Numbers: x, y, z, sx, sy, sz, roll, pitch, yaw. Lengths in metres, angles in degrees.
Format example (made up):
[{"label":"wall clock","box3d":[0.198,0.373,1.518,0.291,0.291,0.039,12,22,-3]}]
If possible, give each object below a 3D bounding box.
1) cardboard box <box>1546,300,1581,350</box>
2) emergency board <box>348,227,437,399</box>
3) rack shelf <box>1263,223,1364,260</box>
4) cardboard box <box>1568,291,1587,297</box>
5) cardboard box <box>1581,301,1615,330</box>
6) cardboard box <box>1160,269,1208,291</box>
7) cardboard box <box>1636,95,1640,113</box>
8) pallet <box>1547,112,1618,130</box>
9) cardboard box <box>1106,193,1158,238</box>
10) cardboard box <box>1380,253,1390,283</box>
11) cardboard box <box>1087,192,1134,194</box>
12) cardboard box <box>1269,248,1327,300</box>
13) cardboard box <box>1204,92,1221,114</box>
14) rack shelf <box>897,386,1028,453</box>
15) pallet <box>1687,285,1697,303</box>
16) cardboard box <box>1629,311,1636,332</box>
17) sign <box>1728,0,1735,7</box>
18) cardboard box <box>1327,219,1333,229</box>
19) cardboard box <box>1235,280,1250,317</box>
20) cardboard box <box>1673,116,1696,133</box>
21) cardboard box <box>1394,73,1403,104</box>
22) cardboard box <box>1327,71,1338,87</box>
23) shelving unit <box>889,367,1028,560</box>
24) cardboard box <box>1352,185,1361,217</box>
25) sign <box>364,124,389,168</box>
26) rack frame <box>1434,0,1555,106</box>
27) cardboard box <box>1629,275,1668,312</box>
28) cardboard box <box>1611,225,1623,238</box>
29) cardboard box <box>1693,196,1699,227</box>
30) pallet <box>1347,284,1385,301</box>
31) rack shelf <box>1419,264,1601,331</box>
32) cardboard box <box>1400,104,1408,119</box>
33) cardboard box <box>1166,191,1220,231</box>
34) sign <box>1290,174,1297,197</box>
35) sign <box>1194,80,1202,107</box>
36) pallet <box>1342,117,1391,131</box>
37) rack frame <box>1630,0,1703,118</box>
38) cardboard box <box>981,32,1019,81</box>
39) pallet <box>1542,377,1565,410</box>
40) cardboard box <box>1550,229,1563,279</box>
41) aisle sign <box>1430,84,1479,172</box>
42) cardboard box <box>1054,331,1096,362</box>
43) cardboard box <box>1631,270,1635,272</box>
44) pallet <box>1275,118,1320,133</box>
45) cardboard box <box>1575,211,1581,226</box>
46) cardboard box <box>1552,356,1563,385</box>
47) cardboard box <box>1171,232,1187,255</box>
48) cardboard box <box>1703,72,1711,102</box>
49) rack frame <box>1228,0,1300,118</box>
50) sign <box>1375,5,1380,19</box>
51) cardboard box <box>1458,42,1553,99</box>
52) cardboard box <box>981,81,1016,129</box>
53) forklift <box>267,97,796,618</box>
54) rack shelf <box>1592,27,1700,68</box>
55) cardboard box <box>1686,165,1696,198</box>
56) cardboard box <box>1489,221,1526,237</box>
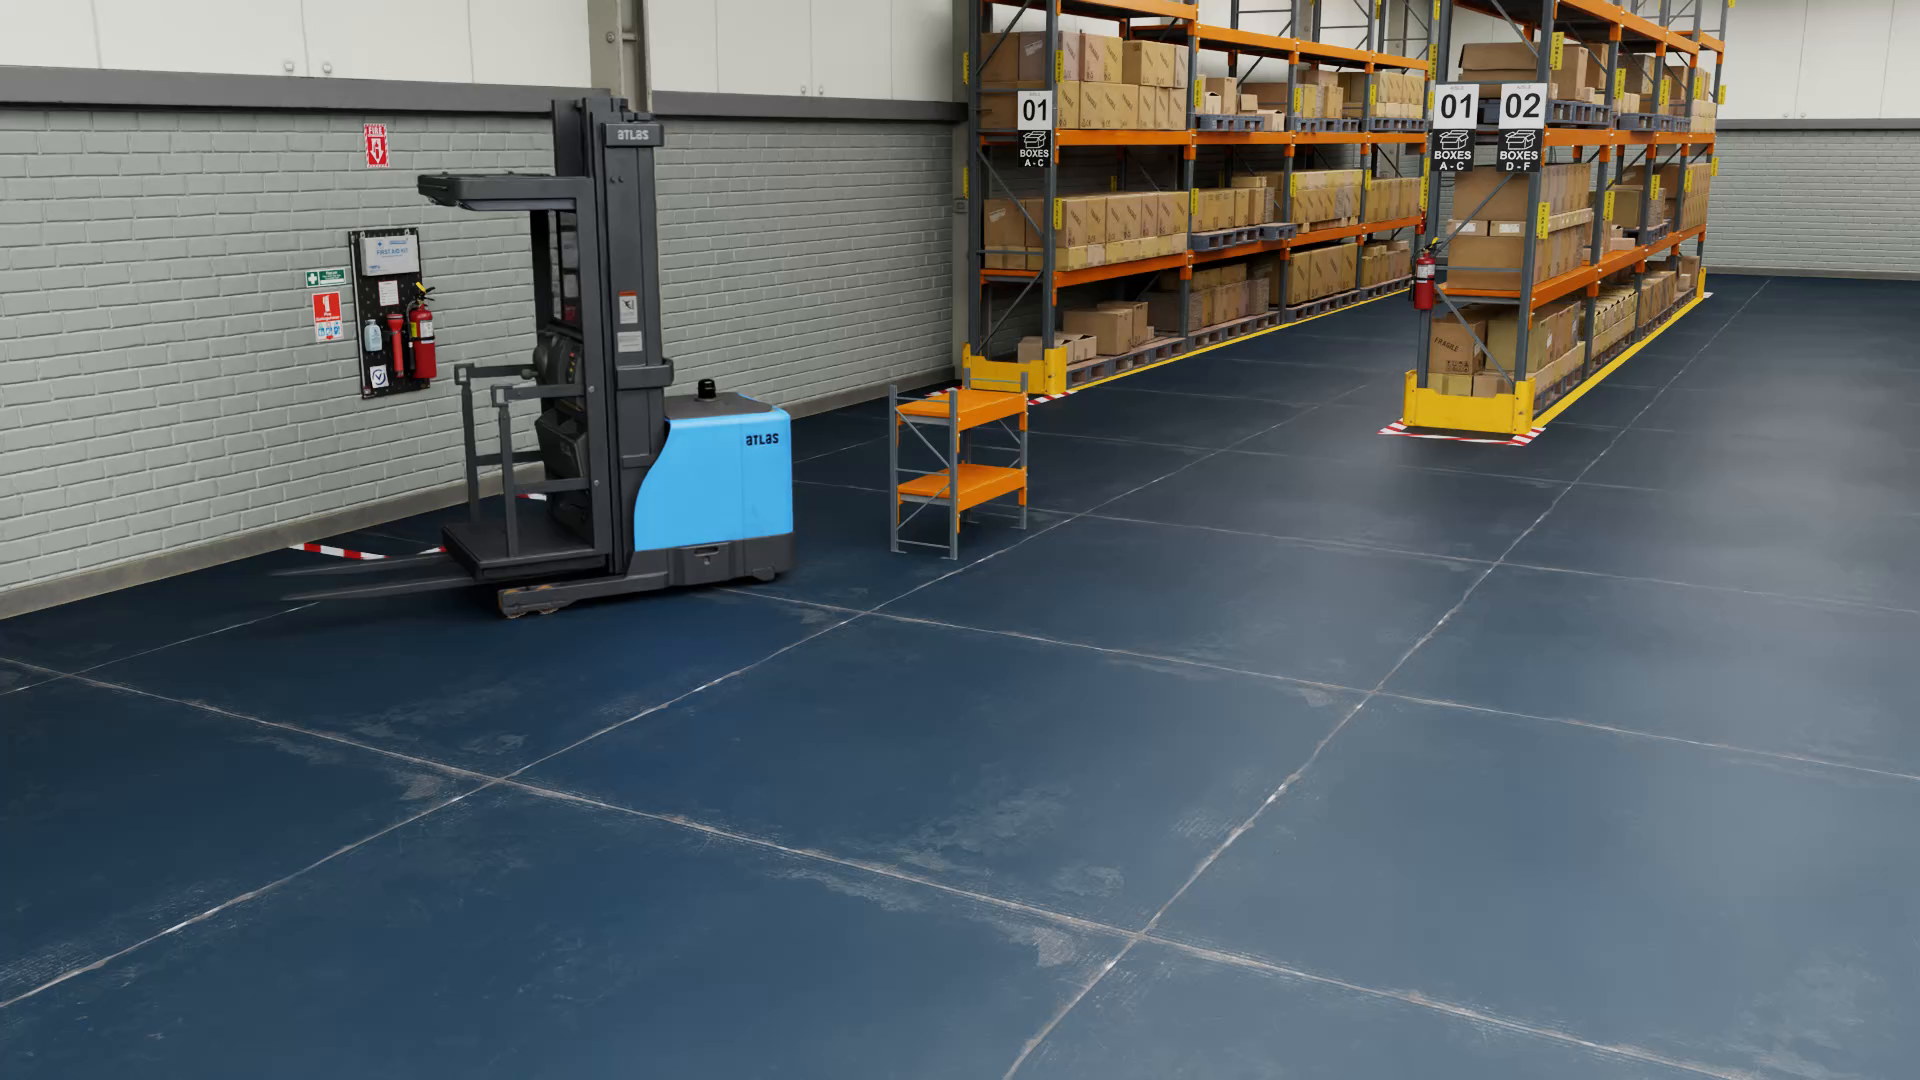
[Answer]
[{"label":"cardboard box","box3d":[6.546,-2.384,18.392,0.500,0.500,0.500,7,15,28]},{"label":"emergency board","box3d":[-3.988,-1.621,11.857,0.194,1.169,0.643,7,15,28]},{"label":"rack shelf","box3d":[5.393,-4.815,26.640,1.077,0.370,4.000,7,15,28]},{"label":"cardboard box","box3d":[8.008,-3.151,21.977,0.500,0.311,0.500,7,15,27]},{"label":"cardboard box","box3d":[7.745,-2.778,20.431,0.500,0.311,0.500,7,15,26]},{"label":"cardboard box","box3d":[3.044,-3.540,22.614,0.500,0.250,0.500,7,15,27]},{"label":"cardboard box","box3d":[8.595,-5.684,21.733,0.500,0.250,0.500,6,15,24]},{"label":"pallet","box3d":[7.246,-4.921,19.552,0.805,0.209,1.217,7,15,26]},{"label":"cardboard box","box3d":[2.046,-3.898,19.978,0.500,0.500,0.500,7,15,26]},{"label":"cardboard box","box3d":[7.307,-4.913,29.951,0.700,0.500,0.500,8,16,29]},{"label":"cardboard box","box3d":[1.830,-4.056,20.637,0.500,0.500,0.500,7,15,28]},{"label":"cardboard box","box3d":[5.326,-4.228,26.363,0.750,0.750,0.750,7,15,28]},{"label":"cardboard box","box3d":[3.125,-5.782,22.011,0.500,0.311,0.500,8,16,30]},{"label":"rack shelf","box3d":[0.003,-0.833,11.339,0.538,0.278,1.000,7,15,28]},{"label":"pallet","box3d":[12.211,-4.300,28.920,1.003,0.211,1.213,7,15,28]},{"label":"cardboard box","box3d":[8.724,-2.926,22.239,0.500,0.250,0.500,8,16,29]},{"label":"sign","box3d":[13.108,-9.215,28.227,0.100,0.325,0.005,7,15,28]},{"label":"cardboard box","box3d":[5.792,-5.105,26.803,0.380,0.149,0.250,7,15,26]},{"label":"cardboard box","box3d":[3.773,-3.507,24.074,0.700,0.500,0.500,7,15,28]},{"label":"cardboard box","box3d":[11.150,-6.471,25.896,0.500,0.250,0.500,7,15,28]},{"label":"cardboard box","box3d":[7.428,-7.900,29.113,0.500,0.500,0.500,7,15,28]},{"label":"cardboard box","box3d":[5.820,-7.494,27.068,0.500,0.250,0.500,9,16,32]},{"label":"shelving unit","box3d":[0.003,-0.548,11.407,0.538,1.125,1.048,7,15,28]},{"label":"cardboard box","box3d":[6.358,-5.655,27.697,0.500,0.500,0.500,7,15,27]},{"label":"sign","box3d":[-4.079,-2.757,11.625,0.001,0.298,0.199,7,15,28]},{"label":"rack frame","box3d":[4.897,-5.469,15.018,1.000,3.000,0.127,7,15,28]},{"label":"cardboard box","box3d":[10.222,-3.676,24.776,0.500,0.500,0.500,8,16,29]},{"label":"cardboard box","box3d":[8.551,-4.081,22.250,0.500,0.311,0.500,9,16,32]},{"label":"cardboard box","box3d":[11.917,-5.449,27.522,0.500,0.500,0.500,7,15,27]},{"label":"pallet","box3d":[6.796,-4.366,29.195,1.003,0.211,1.213,7,15,28]},{"label":"rack shelf","box3d":[5.864,-2.613,17.507,1.077,0.370,4.000,7,15,28]},{"label":"cardboard box","box3d":[7.674,-7.639,29.630,0.500,0.250,0.500,7,15,26]},{"label":"cardboard box","box3d":[3.045,-4.410,22.276,0.700,0.500,0.500,9,16,34]},{"label":"sign","box3d":[4.906,-5.219,24.480,0.100,0.325,0.005,7,15,28]},{"label":"sign","box3d":[2.972,-5.583,20.789,0.100,0.325,0.005,7,15,28]},{"label":"pallet","box3d":[6.765,-7.157,28.608,1.003,0.211,1.213,7,15,28]},{"label":"rack frame","box3d":[10.698,-7.931,25.230,1.000,3.000,0.127,7,15,28]},{"label":"cardboard box","box3d":[0.539,-5.234,18.052,0.500,0.500,0.500,8,16,31]},{"label":"pallet","box3d":[5.821,-1.608,17.752,1.003,0.211,1.213,7,15,28]},{"label":"cardboard box","box3d":[5.880,-3.013,17.419,0.700,0.500,0.500,8,16,30]},{"label":"aisle sign","box3d":[4.609,-3.836,15.498,0.394,0.787,0.004,7,15,28]},{"label":"cardboard box","box3d":[1.248,-2.268,19.341,0.500,0.311,0.500,9,16,33]},{"label":"cardboard box","box3d":[10.251,-3.941,25.877,0.500,0.500,0.500,7,15,26]},{"label":"pallet","box3d":[4.691,-6.259,25.097,1.213,0.211,1.003,8,16,31]},{"label":"cardboard box","box3d":[6.515,-3.498,18.047,0.380,0.149,0.250,7,15,28]},{"label":"cardboard box","box3d":[6.078,-1.812,17.621,0.500,0.250,0.500,7,15,28]},{"label":"cardboard box","box3d":[2.529,-3.739,20.919,0.500,0.250,0.500,7,15,28]},{"label":"cardboard box","box3d":[12.398,-7.721,28.411,0.700,0.500,0.500,7,15,28]},{"label":"rack frame","box3d":[4.427,-7.671,24.150,1.000,3.000,0.127,7,15,28]},{"label":"sign","box3d":[7.811,-9.907,31.097,0.100,0.325,0.005,7,15,28]},{"label":"cardboard box","box3d":[5.179,-4.450,15.778,0.797,0.503,0.637,9,16,32]},{"label":"cardboard box","box3d":[0.539,-4.744,18.154,0.500,0.500,0.500,9,16,32]},{"label":"forklift","box3d":[-2.580,-1.112,9.890,3.031,2.935,1.130,-7,15,-27]},{"label":"rack shelf","box3d":[9.732,-6.976,23.659,1.077,0.370,4.000,7,15,28]},{"label":"cardboard box","box3d":[11.422,-5.720,26.512,0.500,0.500,0.500,7,15,26]},{"label":"cardboard box","box3d":[5.276,-2.972,15.866,0.380,0.149,0.250,7,15,28]}]
